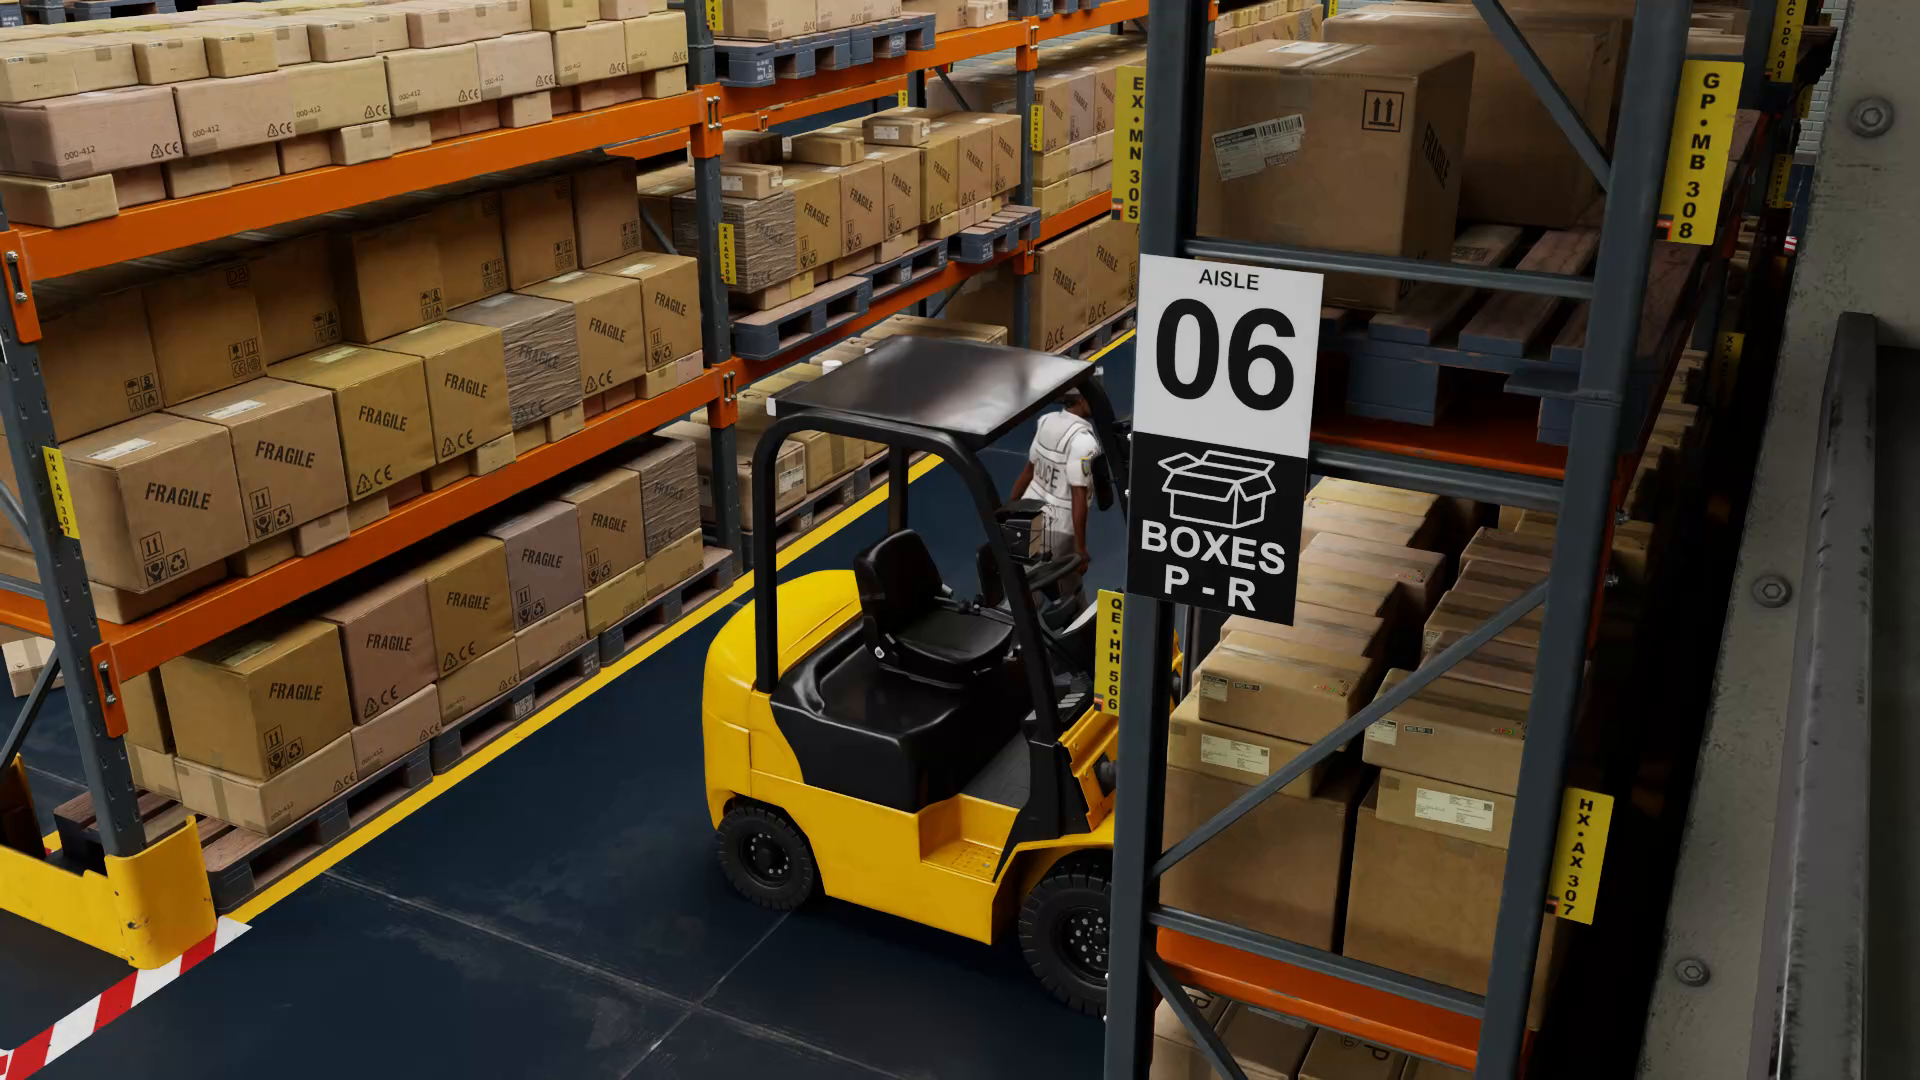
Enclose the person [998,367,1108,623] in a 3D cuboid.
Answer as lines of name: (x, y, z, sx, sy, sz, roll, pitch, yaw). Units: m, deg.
person: (0.485, -0.085, 8.371, 0.982, 1.593, 0.605, -8, 24, -19)
